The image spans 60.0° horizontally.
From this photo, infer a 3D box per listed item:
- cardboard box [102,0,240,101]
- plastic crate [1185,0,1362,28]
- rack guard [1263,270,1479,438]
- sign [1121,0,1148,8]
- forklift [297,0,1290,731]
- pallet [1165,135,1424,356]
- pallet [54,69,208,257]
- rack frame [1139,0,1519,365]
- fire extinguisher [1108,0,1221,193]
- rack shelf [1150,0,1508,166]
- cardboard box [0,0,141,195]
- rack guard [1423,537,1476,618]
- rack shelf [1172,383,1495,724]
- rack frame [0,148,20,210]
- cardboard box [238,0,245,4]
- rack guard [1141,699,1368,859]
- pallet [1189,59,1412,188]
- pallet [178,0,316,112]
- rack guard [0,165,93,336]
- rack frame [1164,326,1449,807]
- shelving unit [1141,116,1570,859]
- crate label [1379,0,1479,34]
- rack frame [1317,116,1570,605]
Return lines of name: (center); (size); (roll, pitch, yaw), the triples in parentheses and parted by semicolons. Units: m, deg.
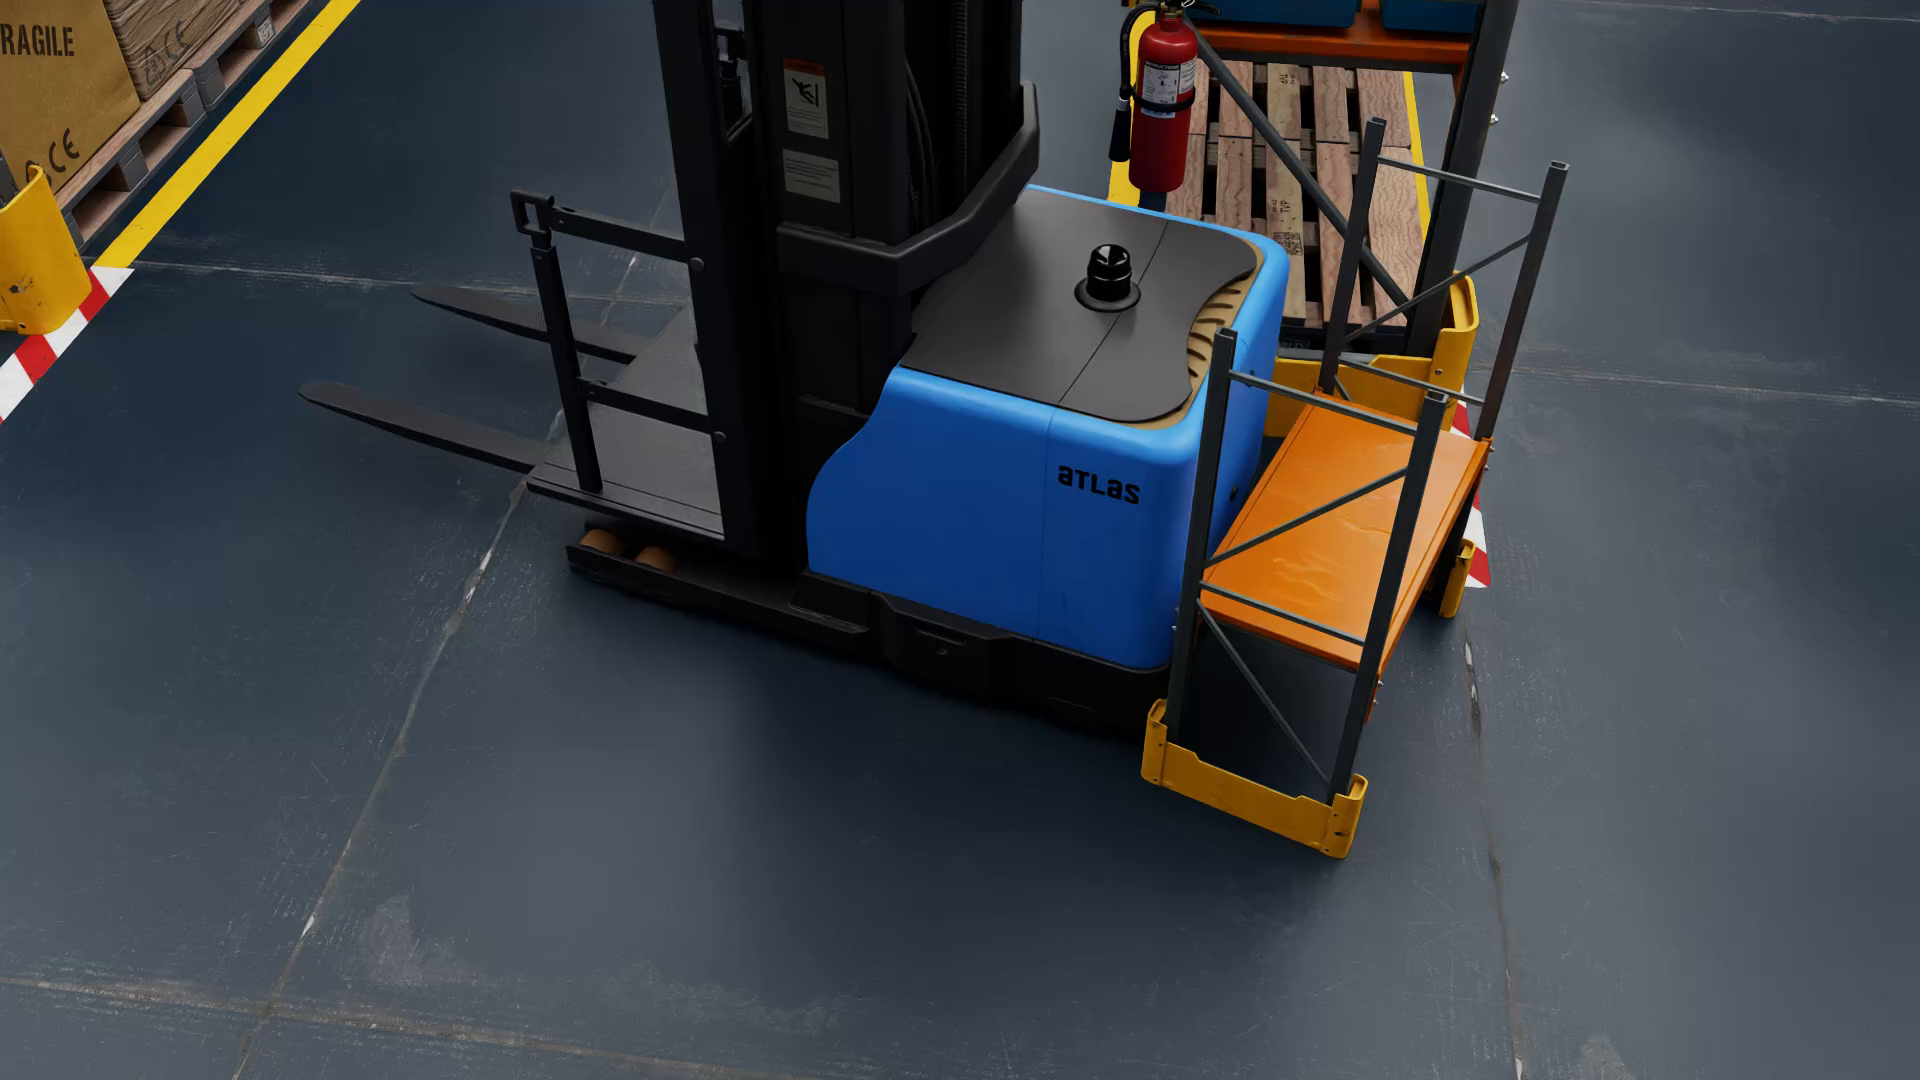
cardboard box: (-3.720, -2.457, 6.903); (0.875, 0.875, 0.875); (5, 44, 6)
plastic crate: (0.923, -1.842, 4.944); (0.616, 0.435, 0.499); (5, 44, 6)
rack guard: (1.073, -0.637, 5.559); (1.175, 0.500, 0.348); (5, 44, 6)
sign: (0.516, -1.660, 4.703); (0.100, 0.325, 0.005); (5, 44, 6)
forklift: (-0.646, -1.197, 4.383); (3.031, 2.935, 1.130); (16, 46, 16)
pallet: (1.211, -1.108, 6.267); (1.003, 0.211, 1.213); (5, 44, 6)
pallet: (-3.818, -1.552, 6.735); (1.003, 0.211, 1.213); (5, 44, 6)
rack frame: (1.064, -1.562, 4.718); (1.000, 3.000, 0.127); (5, 44, 6)
fire extinguisher: (0.593, -1.337, 4.808); (0.296, 0.674, 0.183); (5, 44, 6)
rack shelf: (1.328, -2.664, 6.405); (1.077, 0.370, 4.000); (5, 44, 6)
cardboard box: (-3.841, -1.837, 6.248); (0.875, 0.875, 0.875); (5, 44, 6)
rack guard: (1.241, 0.028, 5.038); (0.587, 0.250, 0.087); (20, 47, 20)
rack shelf: (1.009, 0.001, 4.420); (0.538, 0.185, 1.000); (20, 47, 20)
rack frame: (-3.846, -2.012, 5.194); (1.000, 3.000, 0.127); (5, 44, 6)
cardboard box: (-3.603, -3.063, 7.544); (0.875, 0.875, 0.875); (5, 44, 6)
rack guard: (0.768, 0.631, 4.402); (0.587, 0.250, 0.087); (20, 47, 20)
pallet: (1.375, -1.937, 7.142); (1.003, 0.211, 1.213); (5, 44, 6)
pallet: (-3.654, -2.381, 7.611); (1.003, 0.211, 1.213); (5, 44, 6)
rack guard: (-3.849, -1.088, 6.036); (1.175, 0.500, 0.348); (5, 44, 6)
rack frame: (0.767, 0.178, 3.972); (0.500, 1.500, 0.032); (20, 47, 20)
shelving unit: (1.005, -0.125, 4.291); (0.587, 1.500, 1.083); (20, 47, 20)
crate label: (1.423, -1.661, 4.901); (0.416, 0.233, 0.303); (5, 44, 6)
rack frame: (1.251, -0.438, 4.621); (0.500, 1.500, 0.032); (20, 47, 20)
